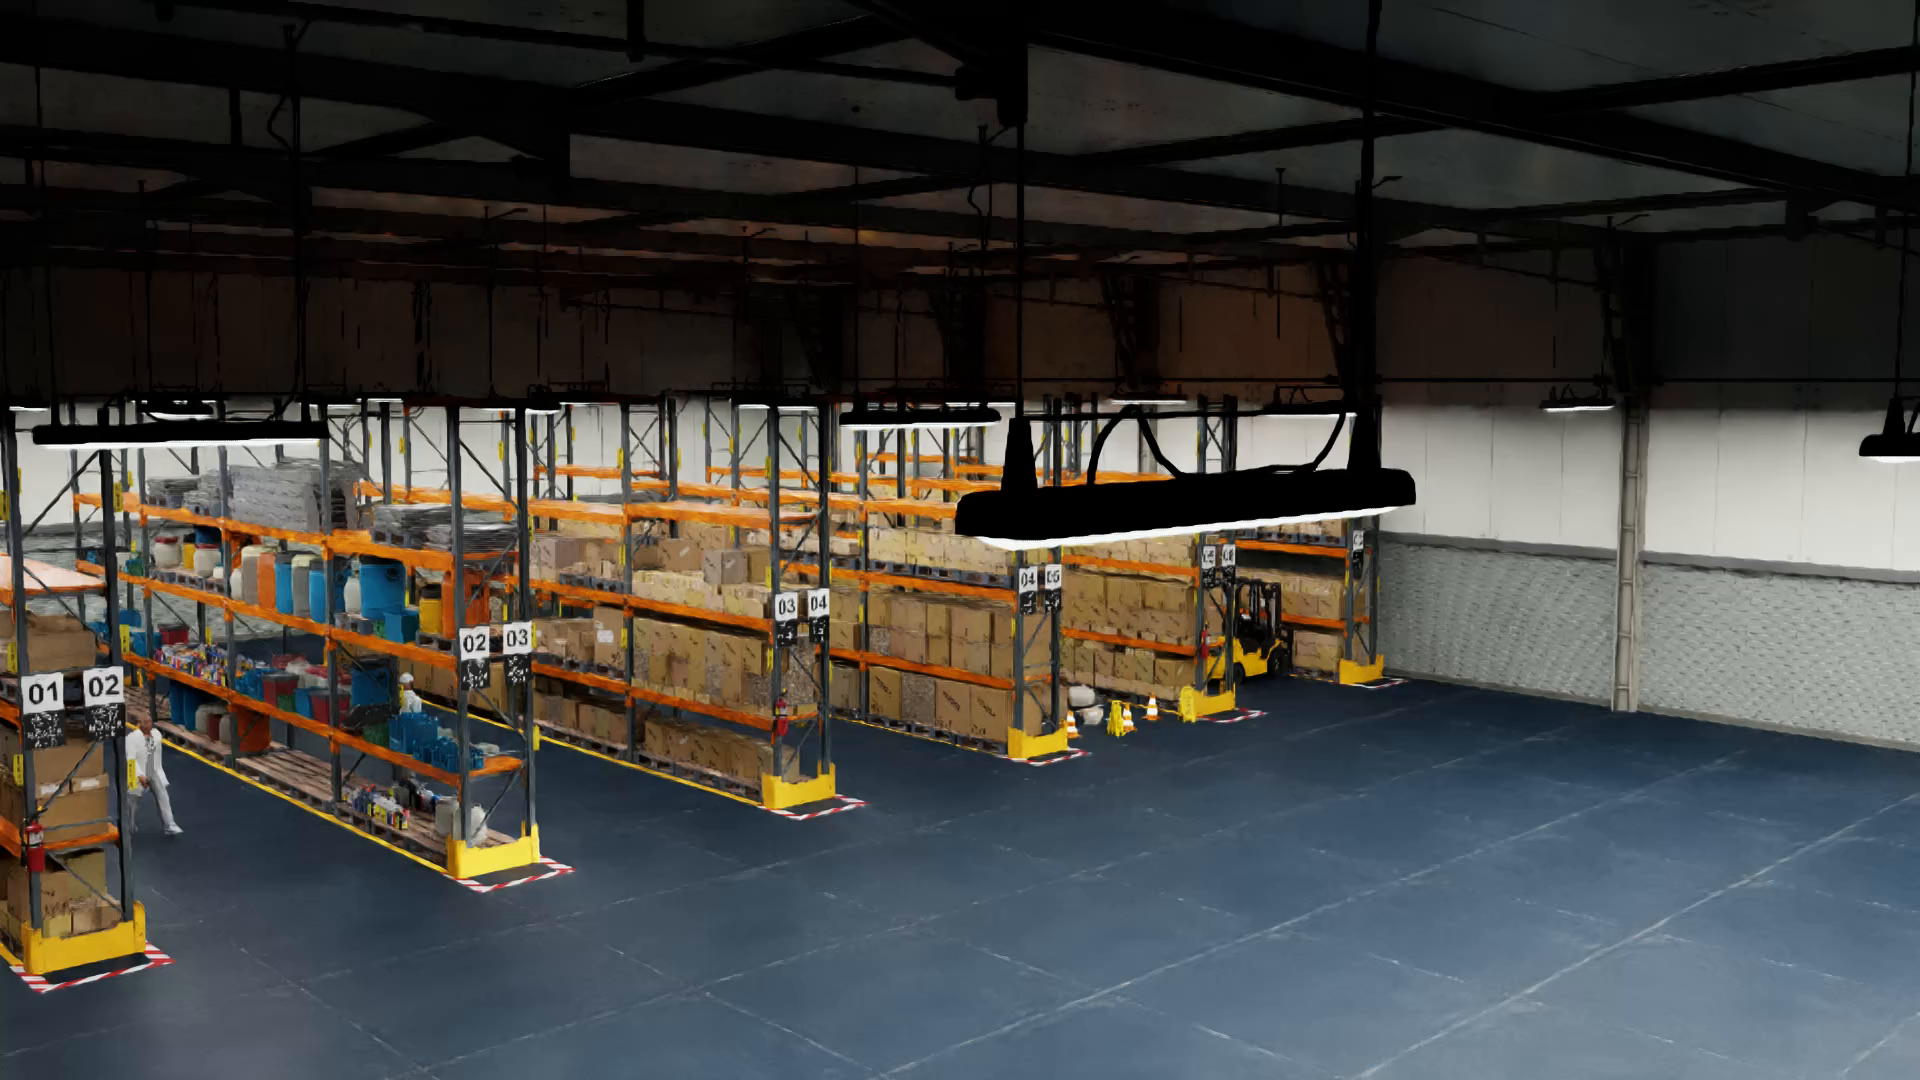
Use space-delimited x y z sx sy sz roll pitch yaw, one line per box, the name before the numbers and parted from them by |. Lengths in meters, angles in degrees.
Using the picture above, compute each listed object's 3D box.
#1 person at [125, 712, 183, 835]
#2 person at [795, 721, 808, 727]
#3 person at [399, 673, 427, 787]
person | -11.268 3.275 23.034 1.102 1.633 0.580 4 7 38
person | -3.075 2.501 30.399 0.562 1.762 0.671 -1 6 -11
person | -8.561 2.932 25.850 0.642 1.766 0.469 2 6 23
